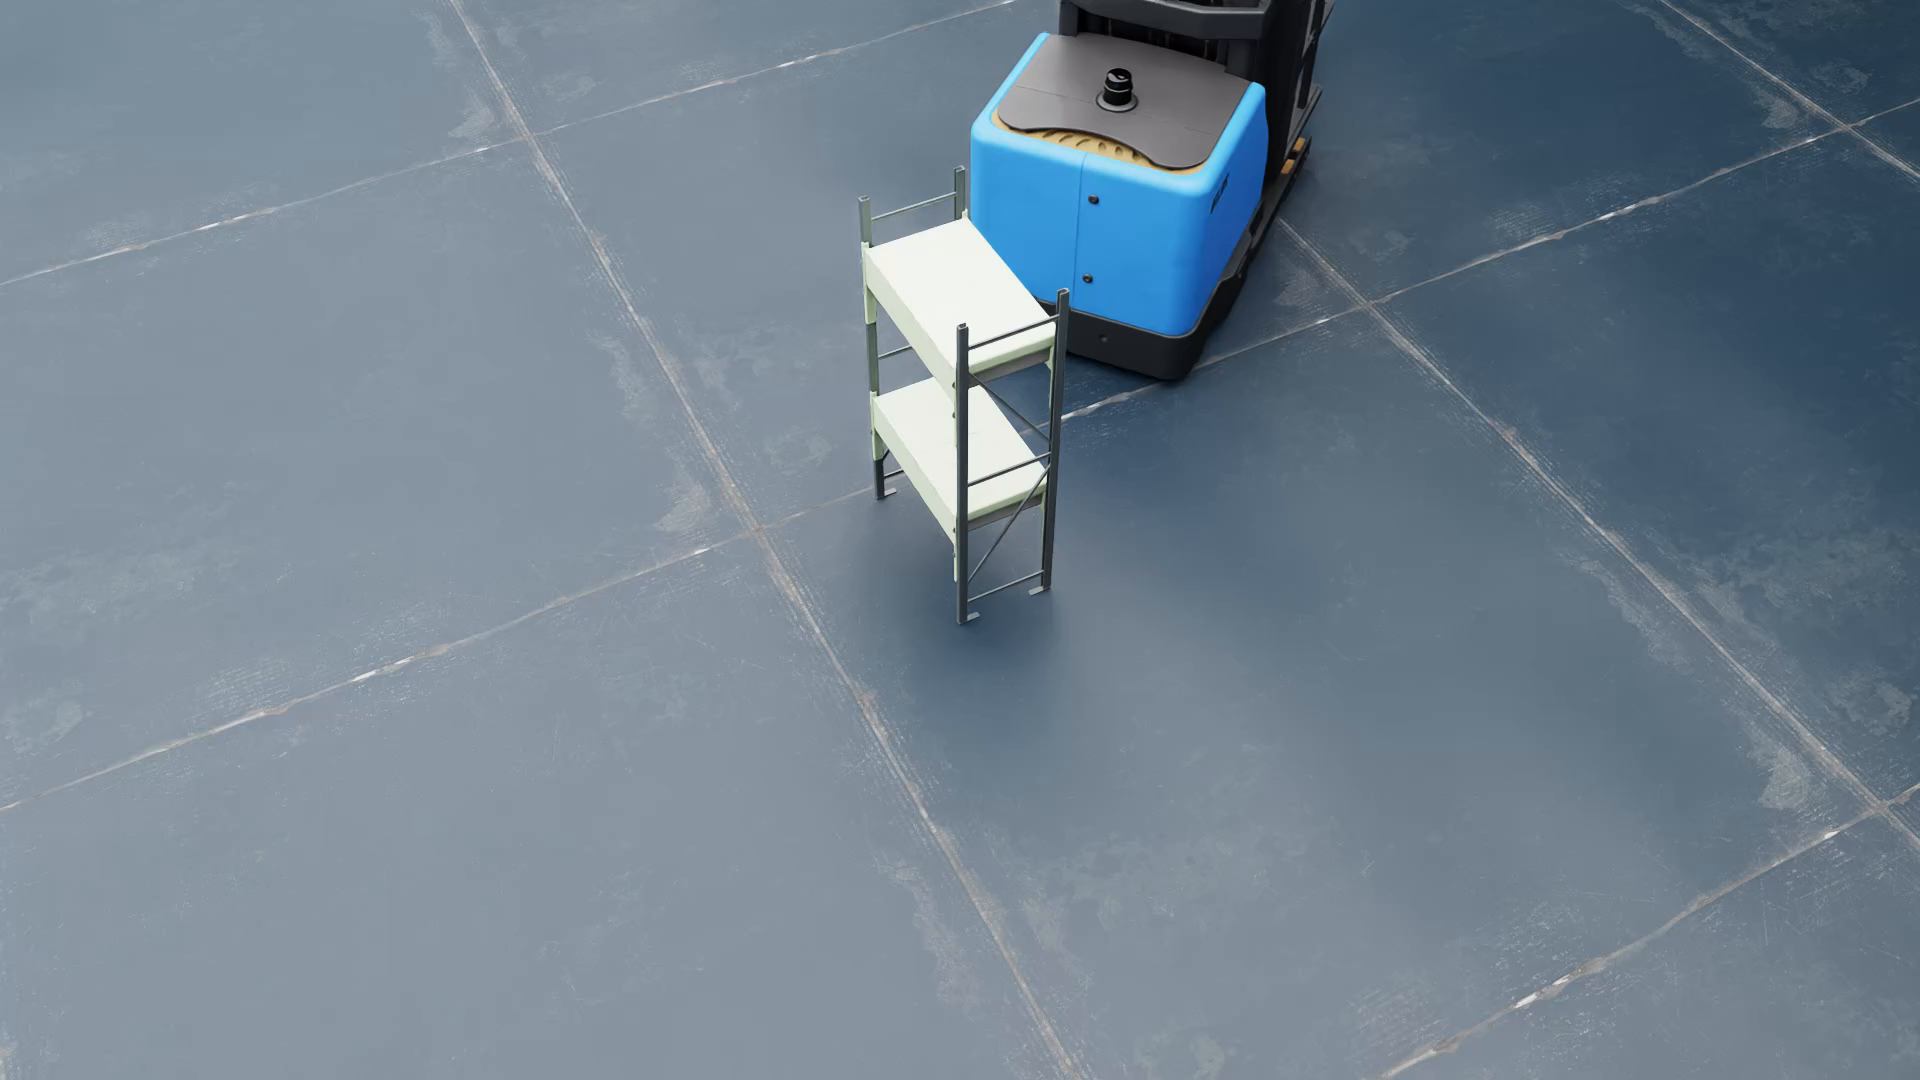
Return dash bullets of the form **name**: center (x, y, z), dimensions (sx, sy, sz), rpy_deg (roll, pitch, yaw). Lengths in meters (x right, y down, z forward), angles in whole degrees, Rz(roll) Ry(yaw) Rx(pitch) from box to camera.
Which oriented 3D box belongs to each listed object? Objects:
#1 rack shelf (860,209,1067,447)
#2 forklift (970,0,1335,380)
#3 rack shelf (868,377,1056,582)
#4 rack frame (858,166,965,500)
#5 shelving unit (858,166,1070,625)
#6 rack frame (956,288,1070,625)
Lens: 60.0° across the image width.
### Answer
- **rack shelf**: center (0.003, -0.746, 5.780), dimensions (0.431, 0.370, 0.720), rpy_deg (-21, 52, -18)
- **forklift**: center (1.085, -2.782, 7.129), dimensions (1.130, 2.935, 3.031), rpy_deg (18, 51, 15)
- **rack shelf**: center (0.003, -0.275, 6.320), dimensions (0.431, 0.370, 0.720), rpy_deg (-21, 52, -18)
- **rack frame**: center (-0.164, -0.734, 6.288), dimensions (0.400, 1.500, 0.023), rpy_deg (-21, 52, -18)
- **shelving unit**: center (0.003, -0.489, 6.074), dimensions (0.431, 1.500, 0.755), rpy_deg (-21, 52, -18)
- **rack frame**: center (0.171, -0.244, 5.860), dimensions (0.400, 1.500, 0.023), rpy_deg (-21, 52, -18)
